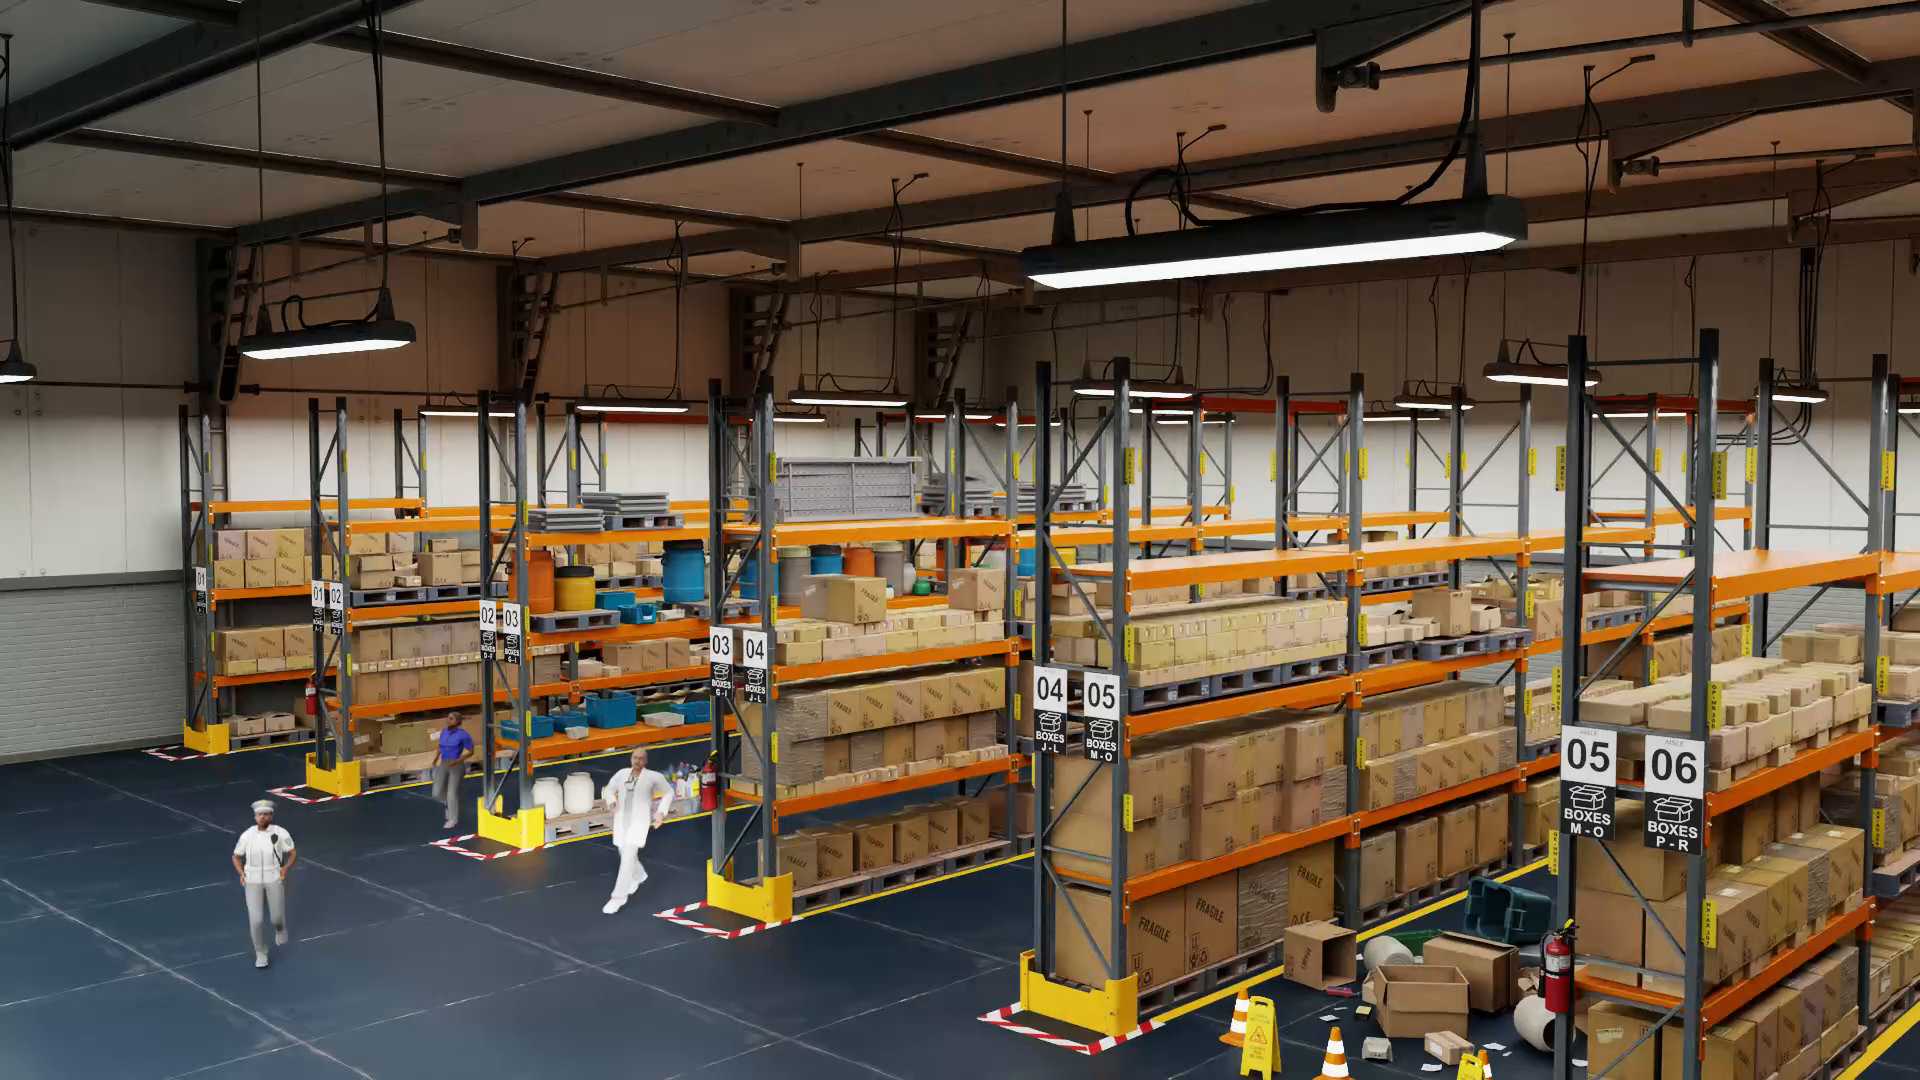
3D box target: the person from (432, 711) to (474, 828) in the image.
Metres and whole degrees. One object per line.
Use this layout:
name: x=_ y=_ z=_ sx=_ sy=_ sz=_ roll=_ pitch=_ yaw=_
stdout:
person: x=-7.001 y=3.163 z=22.904 sx=0.610 sy=1.616 sz=0.457 roll=1 pitch=3 yaw=19

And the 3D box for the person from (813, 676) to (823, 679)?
person: x=-2.369 y=2.800 z=29.371 sx=0.753 sy=1.676 sz=0.598 roll=-3 pitch=4 yaw=-44

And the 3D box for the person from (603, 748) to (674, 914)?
person: x=-3.716 y=3.267 z=18.956 sx=0.762 sy=1.781 sz=1.010 roll=1 pitch=3 yaw=17

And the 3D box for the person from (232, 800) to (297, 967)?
person: x=-7.059 y=3.451 z=16.878 sx=0.616 sy=1.658 sz=0.573 roll=-1 pitch=3 yaw=-17
